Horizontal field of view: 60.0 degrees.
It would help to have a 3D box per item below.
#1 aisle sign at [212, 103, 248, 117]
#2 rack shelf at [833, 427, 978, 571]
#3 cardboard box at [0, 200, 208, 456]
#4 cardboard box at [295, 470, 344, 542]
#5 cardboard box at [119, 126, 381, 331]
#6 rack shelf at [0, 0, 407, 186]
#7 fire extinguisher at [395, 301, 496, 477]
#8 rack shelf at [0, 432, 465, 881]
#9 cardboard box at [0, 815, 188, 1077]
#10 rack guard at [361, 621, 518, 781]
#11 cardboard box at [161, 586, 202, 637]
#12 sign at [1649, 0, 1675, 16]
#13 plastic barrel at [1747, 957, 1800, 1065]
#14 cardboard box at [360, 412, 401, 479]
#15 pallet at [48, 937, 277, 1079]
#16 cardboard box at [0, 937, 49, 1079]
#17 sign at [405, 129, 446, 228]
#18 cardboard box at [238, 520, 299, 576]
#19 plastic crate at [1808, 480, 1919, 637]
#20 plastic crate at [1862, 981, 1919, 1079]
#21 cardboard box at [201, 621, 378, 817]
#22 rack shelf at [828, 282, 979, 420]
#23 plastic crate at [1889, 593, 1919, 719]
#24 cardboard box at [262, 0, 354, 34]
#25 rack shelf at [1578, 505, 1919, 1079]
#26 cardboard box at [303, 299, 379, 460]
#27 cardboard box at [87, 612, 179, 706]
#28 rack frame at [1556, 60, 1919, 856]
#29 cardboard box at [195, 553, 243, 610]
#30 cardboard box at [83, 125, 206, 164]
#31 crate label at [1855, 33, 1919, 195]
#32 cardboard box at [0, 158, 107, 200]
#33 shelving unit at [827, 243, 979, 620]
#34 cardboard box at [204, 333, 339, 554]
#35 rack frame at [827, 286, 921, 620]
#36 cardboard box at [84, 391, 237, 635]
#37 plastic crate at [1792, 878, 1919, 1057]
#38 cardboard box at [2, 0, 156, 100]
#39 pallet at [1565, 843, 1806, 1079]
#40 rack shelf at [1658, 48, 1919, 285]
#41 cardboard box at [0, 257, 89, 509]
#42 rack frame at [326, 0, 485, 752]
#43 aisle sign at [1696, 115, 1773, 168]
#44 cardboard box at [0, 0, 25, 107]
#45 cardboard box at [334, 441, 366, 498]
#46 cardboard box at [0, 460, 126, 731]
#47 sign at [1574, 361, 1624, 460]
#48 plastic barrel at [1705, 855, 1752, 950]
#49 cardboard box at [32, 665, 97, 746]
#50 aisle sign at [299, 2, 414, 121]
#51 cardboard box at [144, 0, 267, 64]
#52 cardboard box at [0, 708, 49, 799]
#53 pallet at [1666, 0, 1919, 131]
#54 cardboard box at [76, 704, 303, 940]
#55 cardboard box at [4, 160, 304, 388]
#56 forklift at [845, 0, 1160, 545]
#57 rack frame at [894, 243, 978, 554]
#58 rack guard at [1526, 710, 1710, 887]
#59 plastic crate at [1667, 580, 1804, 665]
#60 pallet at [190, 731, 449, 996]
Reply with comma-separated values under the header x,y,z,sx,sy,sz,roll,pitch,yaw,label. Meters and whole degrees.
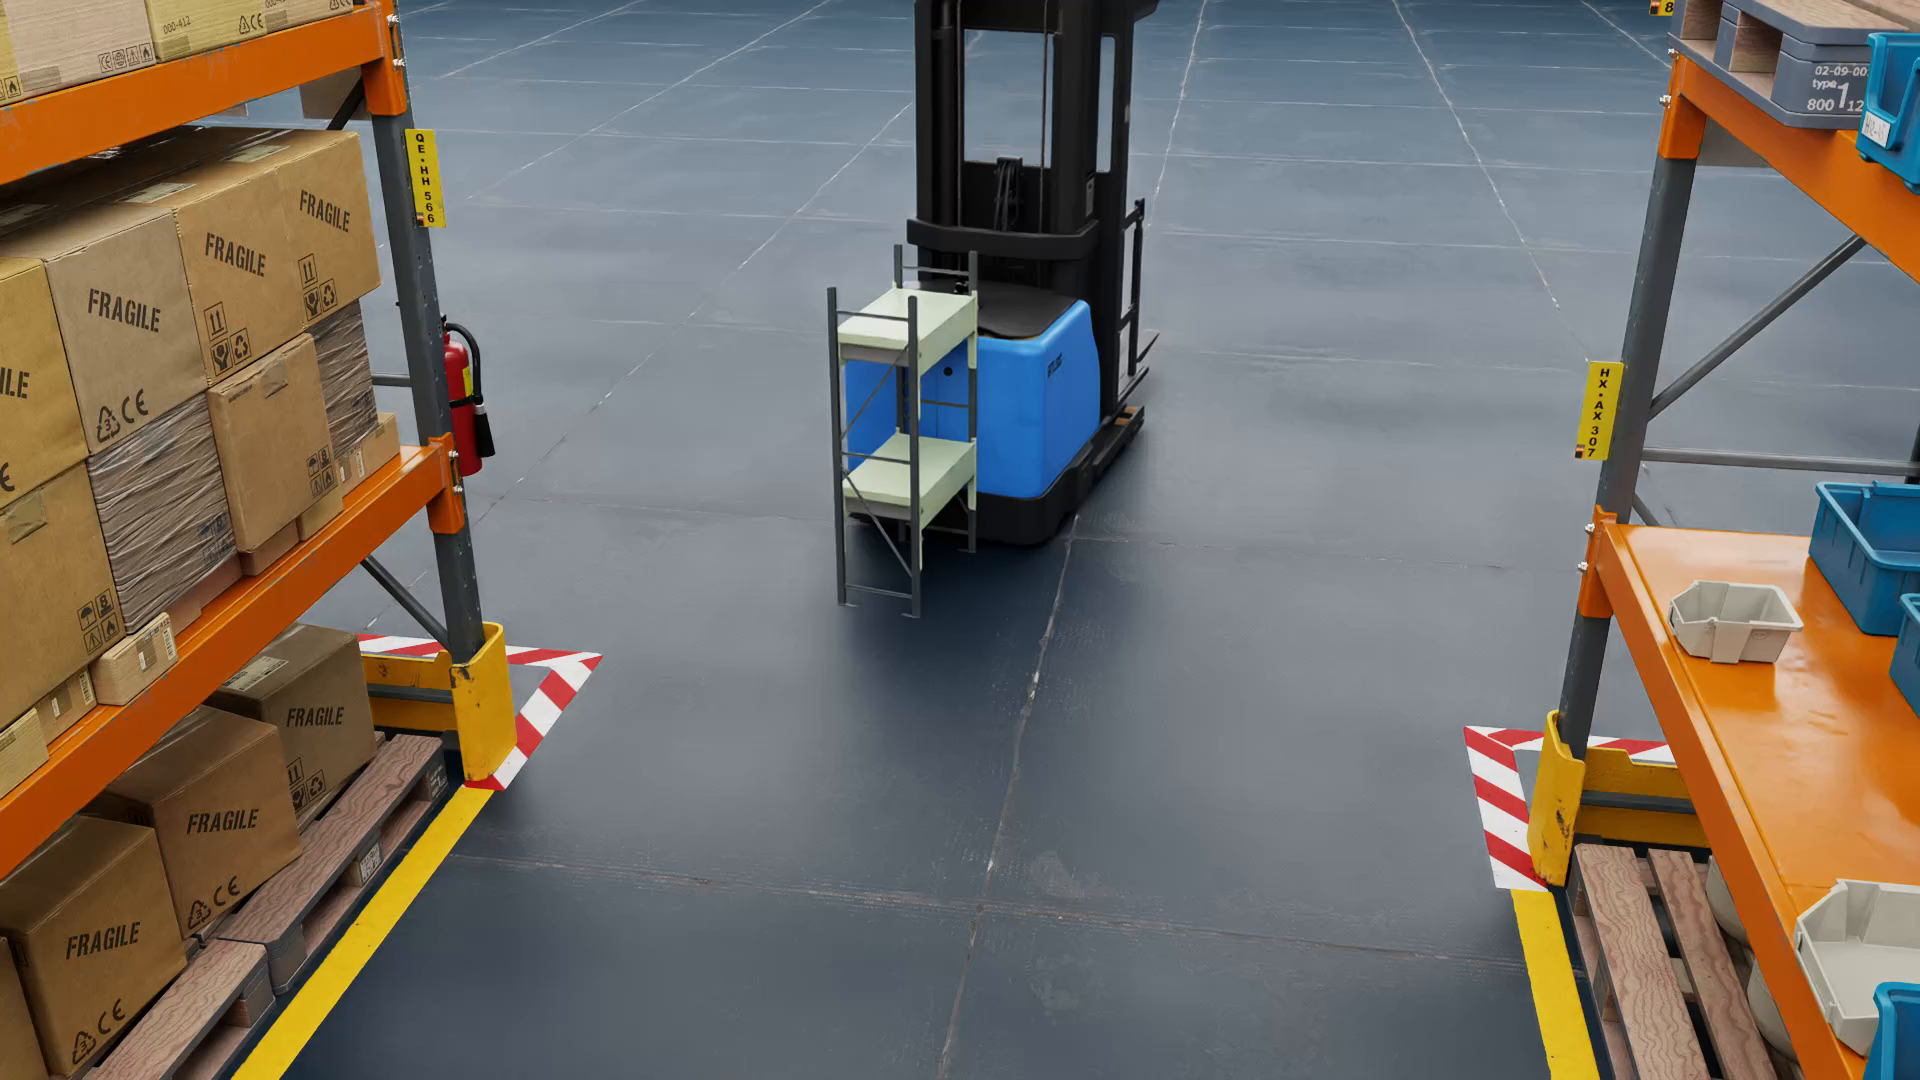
x,y,z,sx,sy,sz,roll,pitch,yaw,label
-2.612,-1.808,5.509,0.394,0.787,0.004,4,25,9,aisle sign
-0.239,-0.204,7.685,0.431,0.370,0.720,9,27,18,rack shelf
-2.332,-0.552,4.242,0.500,0.500,0.500,4,25,9,cardboard box
-2.201,-0.124,5.274,0.380,0.149,0.250,4,25,9,cardboard box
-2.172,-0.970,5.136,0.500,0.500,0.500,4,25,9,cardboard box
-2.653,-0.781,3.690,1.077,0.370,4.000,4,25,9,rack shelf
-1.853,-0.565,6.011,0.296,0.674,0.183,4,25,9,fire extinguisher
-2.653,0.578,4.326,1.077,0.370,4.000,4,25,9,rack shelf
-2.630,1.130,4.750,0.500,0.500,0.500,6,26,13,cardboard box
-2.338,0.580,6.422,1.175,0.500,0.348,4,25,9,rack guard
-2.357,0.187,4.609,0.380,0.149,0.250,4,25,9,cardboard box
2.018,-1.644,4.675,0.100,0.325,0.005,4,25,9,sign
2.446,1.186,4.618,0.421,0.512,0.421,0,25,0,plastic barrel
-2.169,-0.337,5.728,0.380,0.149,0.250,4,25,9,cardboard box
-2.708,1.556,4.676,1.003,0.211,1.213,4,25,9,pallet
-2.765,1.361,4.258,0.500,0.500,0.500,2,25,4,cardboard box
-1.782,-1.205,5.548,0.100,0.325,0.005,4,25,9,sign
-2.257,-0.021,5.053,0.380,0.149,0.250,4,25,9,cardboard box
2.774,0.056,4.767,0.499,0.251,0.616,4,25,9,plastic crate
1.820,1.017,2.714,0.499,0.251,0.616,4,25,9,plastic crate
-2.445,0.618,5.846,0.500,0.500,0.500,9,27,18,cardboard box
-0.239,-0.852,7.382,0.431,0.370,0.720,9,27,18,rack shelf
2.662,0.327,4.188,0.499,0.251,0.408,4,25,9,plastic crate
-2.154,-1.656,4.888,0.500,0.250,0.500,5,25,10,cardboard box
2.233,0.921,3.592,1.077,0.370,4.000,4,25,9,rack shelf
-2.443,-0.536,5.389,0.875,0.500,0.500,4,25,9,cardboard box
-2.310,0.298,4.372,0.380,0.149,0.250,4,25,9,cardboard box
2.560,-0.241,5.227,1.000,3.000,0.127,4,25,9,rack frame
-2.338,0.081,4.836,0.380,0.149,0.250,4,25,9,cardboard box
-2.685,-1.006,5.213,0.500,0.500,0.500,4,25,9,cardboard box
1.928,-0.772,2.999,0.502,0.251,0.408,4,25,9,crate label
-2.773,-0.797,4.767,0.500,0.500,0.500,4,25,9,cardboard box
-0.239,-0.499,7.547,0.431,1.500,0.755,9,27,18,shelving unit
-2.406,-0.319,4.924,0.875,0.500,0.500,4,25,9,cardboard box
-0.367,-0.354,7.236,0.400,1.500,0.023,9,27,18,rack frame
-2.531,-0.113,4.484,0.875,0.500,0.500,4,25,9,cardboard box
1.922,0.855,3.197,0.530,0.136,0.437,4,25,9,plastic crate
-2.325,-1.233,3.984,0.500,0.250,0.500,5,25,10,cardboard box
2.456,1.396,5.018,1.003,0.211,1.213,4,25,9,pallet
2.233,-0.437,2.957,1.077,0.370,4.000,4,25,9,rack shelf
-2.422,-0.343,3.796,0.500,0.500,0.500,4,25,9,cardboard box
-2.326,-0.584,5.960,1.000,3.000,0.127,4,25,9,rack frame
2.283,-1.469,4.784,0.394,0.787,0.004,4,25,9,aisle sign
-2.402,-1.022,3.534,0.500,0.250,0.500,4,25,8,cardboard box
-2.210,-0.233,5.505,0.380,0.149,0.250,4,25,9,cardboard box
-2.624,0.096,4.039,0.875,0.500,0.500,4,25,9,cardboard box
2.018,-0.406,5.254,0.100,0.325,0.005,4,25,9,sign
2.528,0.976,5.066,0.421,0.512,0.421,0,25,0,plastic barrel
-2.420,0.397,4.159,0.380,0.149,0.250,4,25,9,cardboard box
-2.020,-1.767,5.420,0.394,0.787,0.004,4,25,9,aisle sign
-2.233,-1.447,4.441,0.500,0.250,0.500,4,25,9,cardboard box
-2.416,0.505,3.929,0.380,0.149,0.250,4,25,9,cardboard box
2.329,-1.175,3.906,1.003,0.211,1.213,4,25,9,pallet
-2.509,0.870,5.306,0.500,0.500,0.500,11,27,22,cardboard box
-2.248,-0.761,4.688,0.500,0.500,0.500,4,25,9,cardboard box
0.416,-1.905,8.862,1.130,2.935,3.031,9,27,18,forklift
-0.111,-0.644,7.858,0.400,1.500,0.023,9,27,18,rack frame
2.594,0.926,5.682,1.175,0.500,0.348,4,25,9,rack guard
2.097,0.230,4.531,0.298,0.136,0.250,4,25,9,plastic crate
-2.506,1.048,5.763,1.003,0.211,1.213,4,25,9,pallet
